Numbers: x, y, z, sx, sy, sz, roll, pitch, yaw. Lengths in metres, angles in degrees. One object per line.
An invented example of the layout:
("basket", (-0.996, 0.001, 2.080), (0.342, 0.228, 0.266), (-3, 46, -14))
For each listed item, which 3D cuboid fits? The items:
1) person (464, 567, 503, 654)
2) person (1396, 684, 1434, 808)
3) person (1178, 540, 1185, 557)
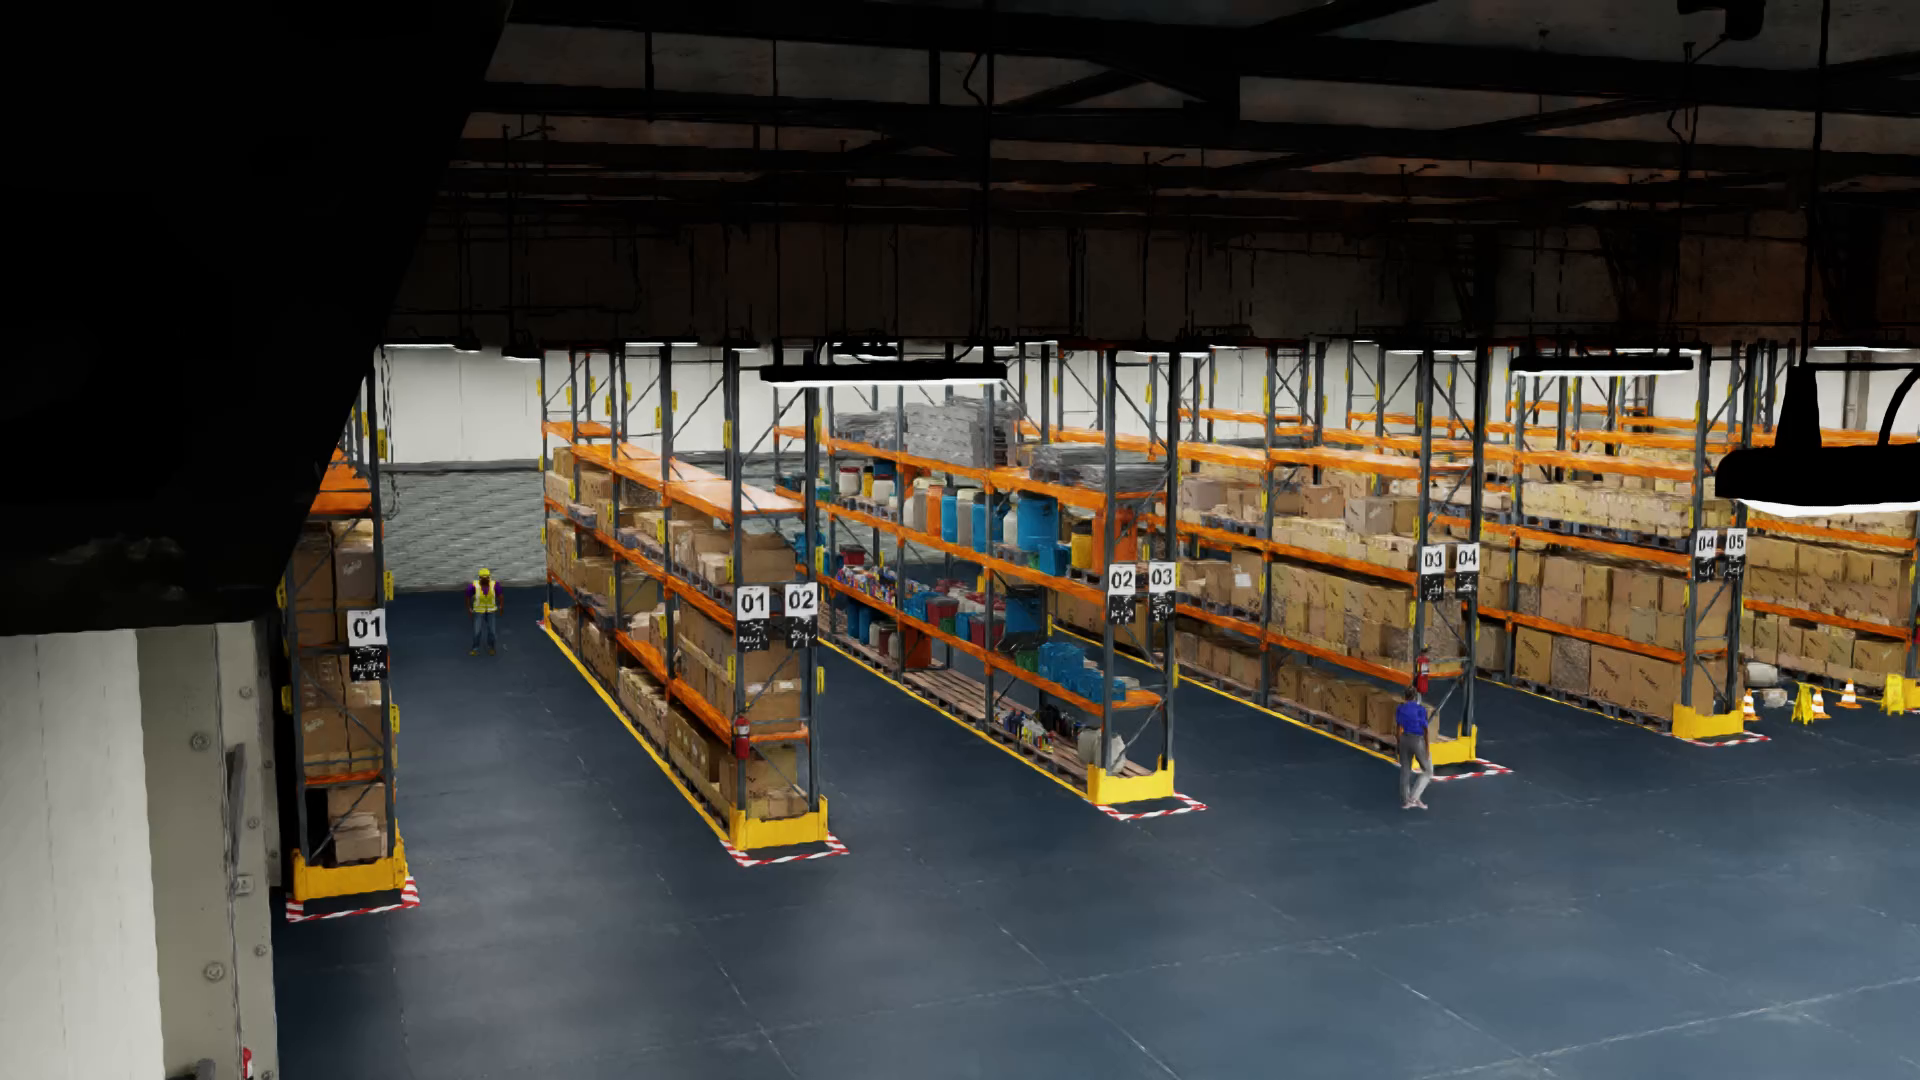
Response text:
("person", (-9.092, 1.360, 31.797), (0.719, 1.714, 0.578), (-3, 8, -23))
("person", (5.906, 2.700, 21.683), (0.508, 1.655, 0.423), (6, 9, 38))
("person", (5.678, -0.229, 44.270), (0.446, 1.590, 1.110), (-3, 8, -20))
